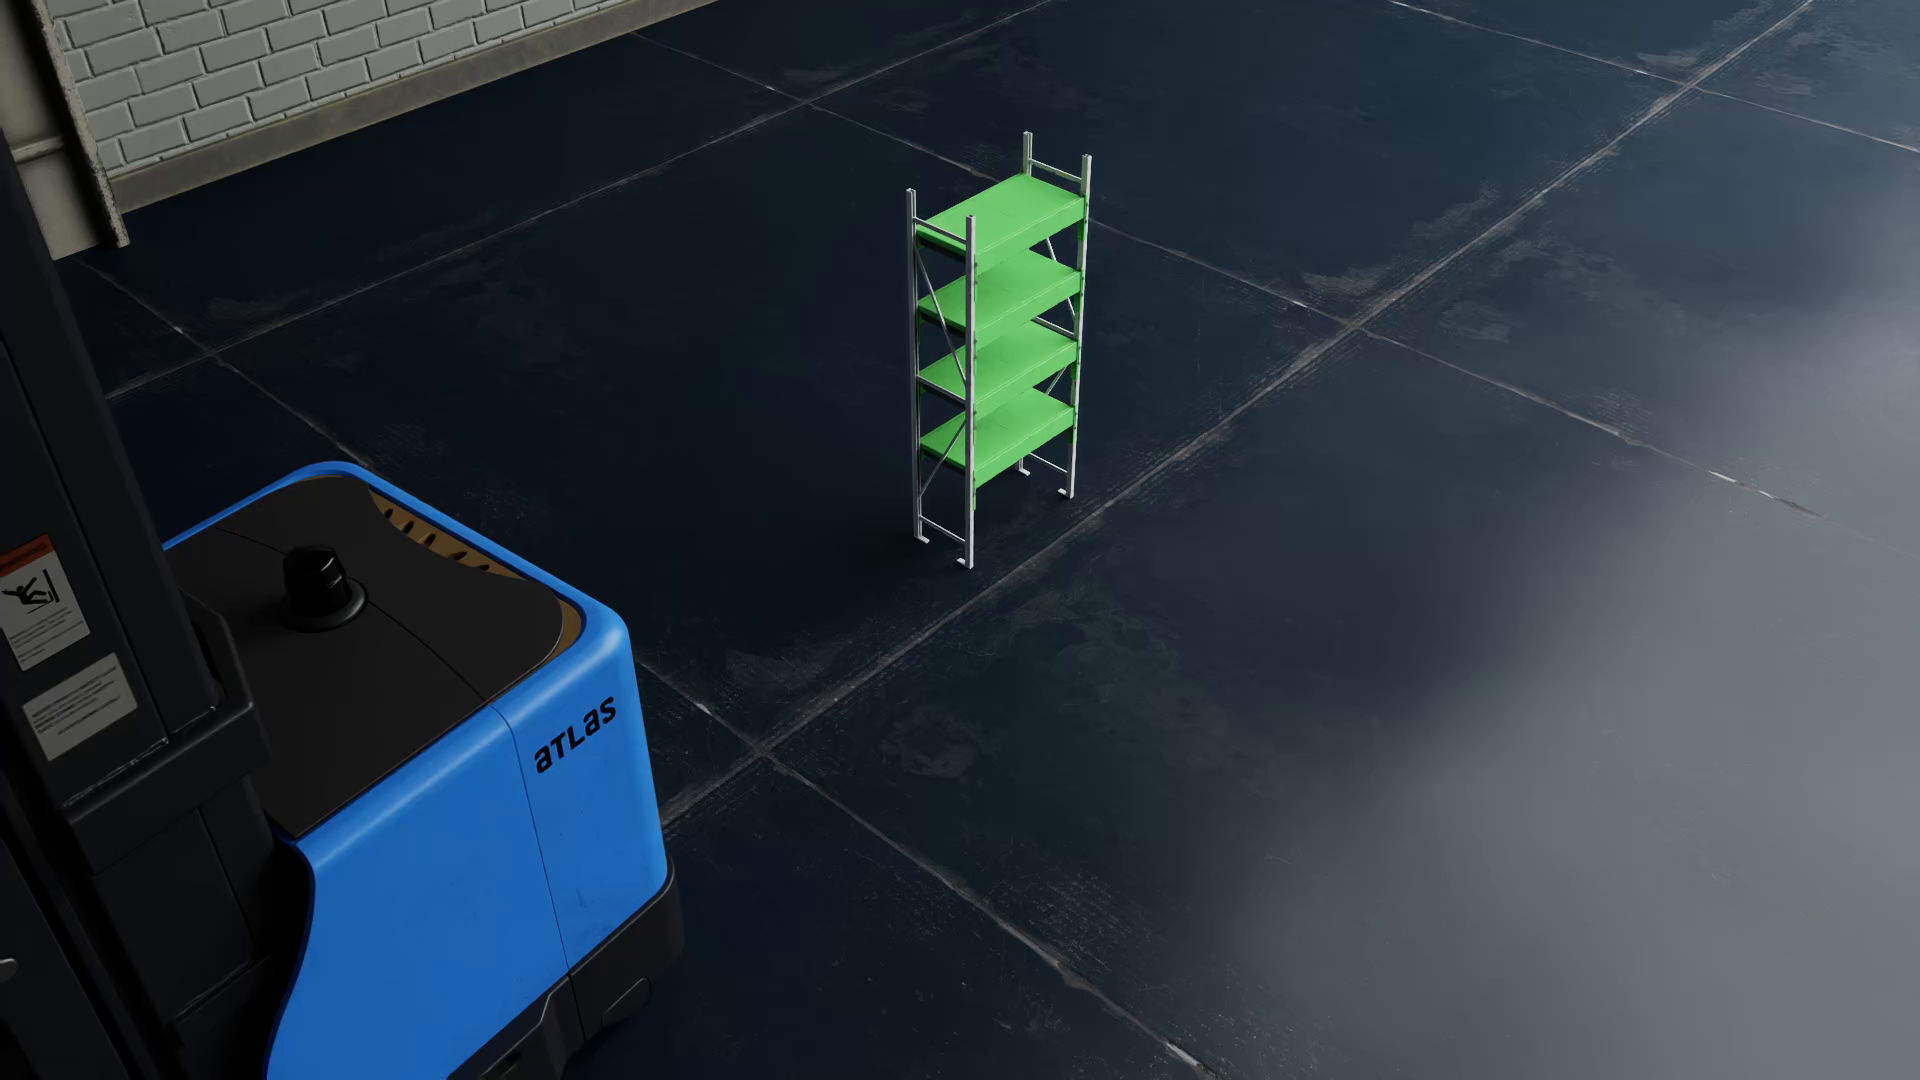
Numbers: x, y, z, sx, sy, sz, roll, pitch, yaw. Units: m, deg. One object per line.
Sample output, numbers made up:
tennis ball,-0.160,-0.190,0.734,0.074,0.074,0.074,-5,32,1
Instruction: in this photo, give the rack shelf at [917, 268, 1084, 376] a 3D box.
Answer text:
rack shelf,0.112,-0.684,4.863,0.258,0.148,0.480,30,47,32

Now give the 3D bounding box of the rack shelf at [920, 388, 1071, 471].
rack shelf,0.112,-0.350,5.128,0.221,0.021,0.457,30,47,32

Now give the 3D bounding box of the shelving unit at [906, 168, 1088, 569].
shelving unit,0.108,-0.543,4.969,0.258,1.200,0.492,30,47,32

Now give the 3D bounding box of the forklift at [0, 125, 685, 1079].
forklift,-1.942,0.401,2.391,1.130,2.935,3.031,25,45,28

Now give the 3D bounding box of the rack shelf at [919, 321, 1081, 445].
rack shelf,0.112,-0.496,5.012,0.258,0.148,0.480,30,47,32

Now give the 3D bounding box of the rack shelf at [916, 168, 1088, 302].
rack shelf,0.112,-0.871,4.713,0.258,0.148,0.480,30,47,32

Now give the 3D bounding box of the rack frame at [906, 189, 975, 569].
rack frame,-0.053,-0.434,4.831,0.240,1.200,0.015,30,47,32
